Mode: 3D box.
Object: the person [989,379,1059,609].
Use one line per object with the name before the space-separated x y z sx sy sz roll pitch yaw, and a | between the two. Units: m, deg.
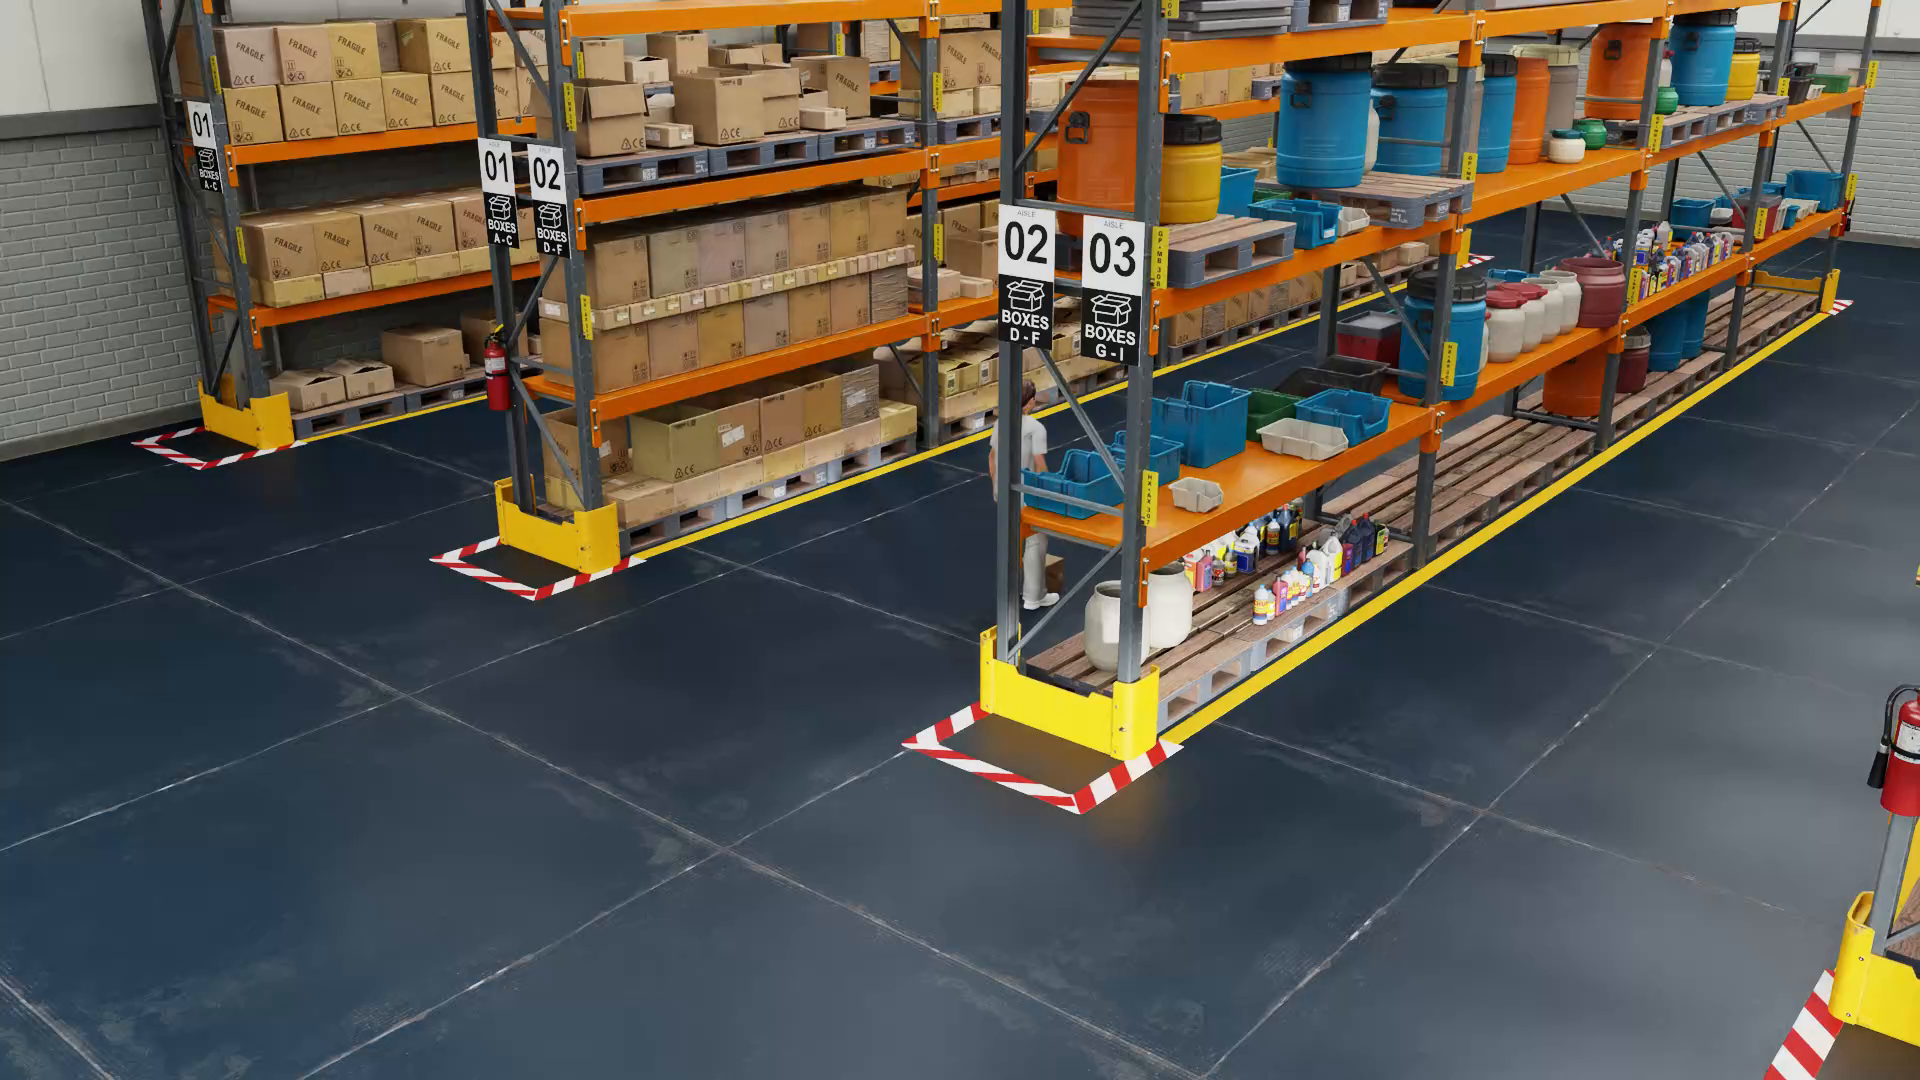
person | 0.460 -0.346 12.016 0.514 1.671 0.416 14 24 33
